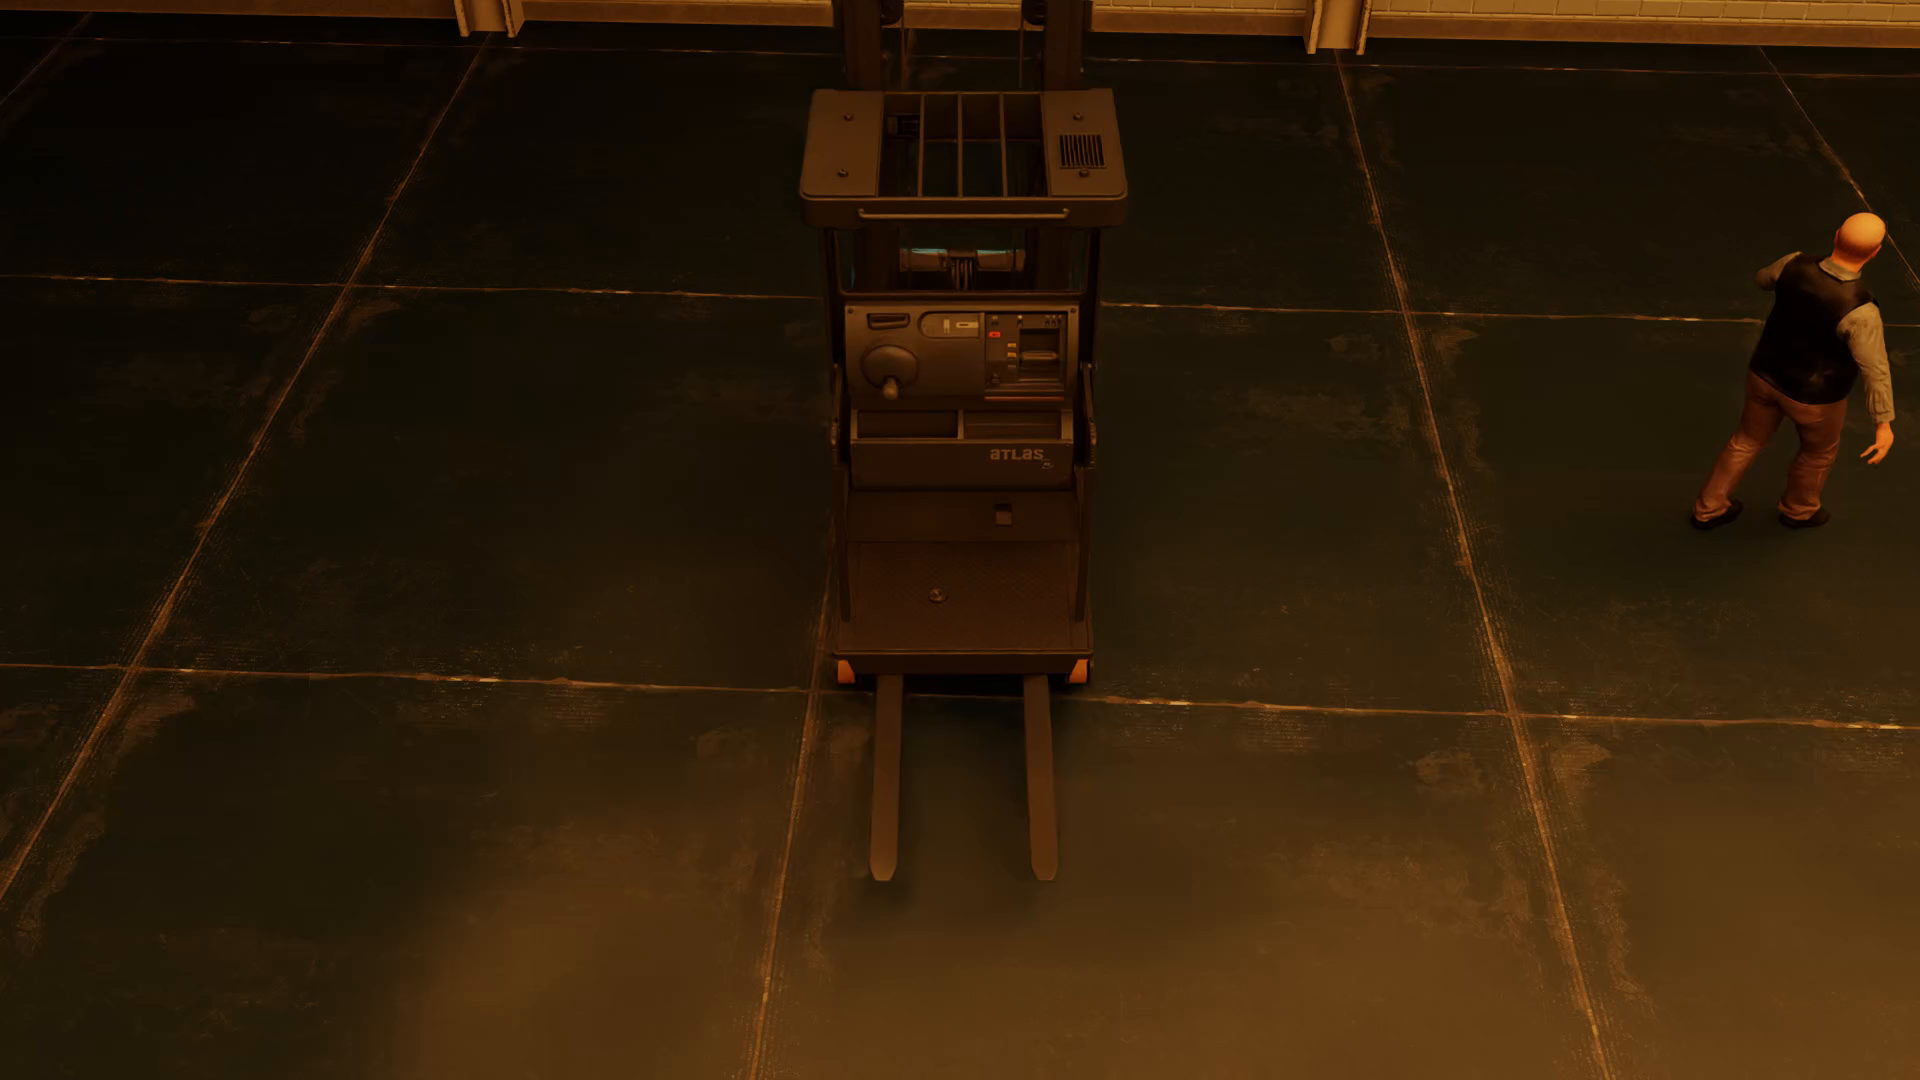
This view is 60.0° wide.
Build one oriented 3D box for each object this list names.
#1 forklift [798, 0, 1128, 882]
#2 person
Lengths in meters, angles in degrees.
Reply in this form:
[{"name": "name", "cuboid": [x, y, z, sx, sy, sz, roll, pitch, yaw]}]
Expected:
[{"name": "forklift", "cuboid": [0.010, -0.670, 6.476, 1.130, 2.935, 3.031, 0, 42, 0]}, {"name": "person", "cuboid": [3.856, -0.709, 7.463, 0.693, 1.722, 0.974, -19, 46, -20]}]
